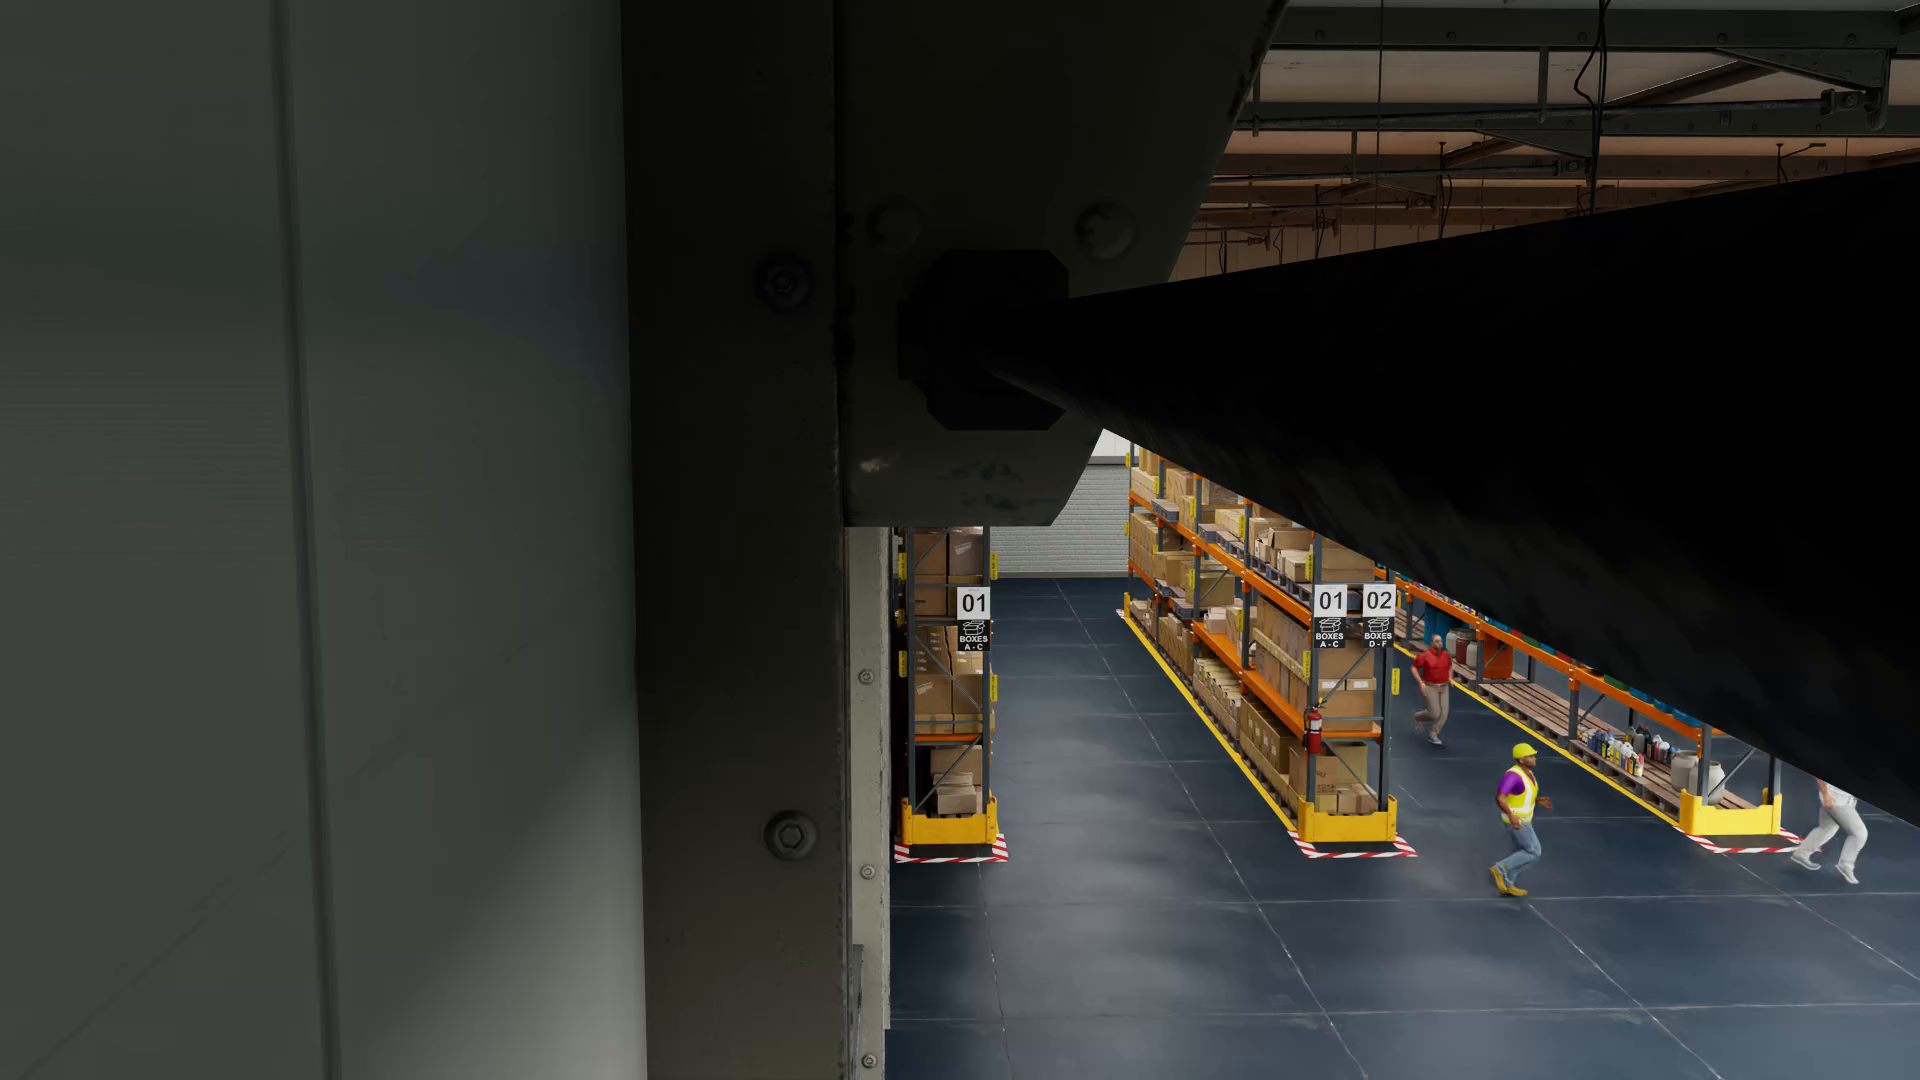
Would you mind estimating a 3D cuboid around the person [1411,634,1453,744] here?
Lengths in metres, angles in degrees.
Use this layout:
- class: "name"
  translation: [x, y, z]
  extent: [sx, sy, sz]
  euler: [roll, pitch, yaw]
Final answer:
- class: "person"
  translation: [7.226, 2.266, 25.306]
  extent: [0.664, 1.672, 0.601]
  euler: [-2, 8, -16]

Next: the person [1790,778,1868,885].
- class: "person"
  translation: [10.099, 3.040, 19.120]
  extent: [0.878, 1.817, 0.570]
  euler: [4, 8, 28]

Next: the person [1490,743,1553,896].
- class: "person"
  translation: [6.272, 3.111, 18.531]
  extent: [0.599, 1.730, 0.682]
  euler: [4, 8, 27]
